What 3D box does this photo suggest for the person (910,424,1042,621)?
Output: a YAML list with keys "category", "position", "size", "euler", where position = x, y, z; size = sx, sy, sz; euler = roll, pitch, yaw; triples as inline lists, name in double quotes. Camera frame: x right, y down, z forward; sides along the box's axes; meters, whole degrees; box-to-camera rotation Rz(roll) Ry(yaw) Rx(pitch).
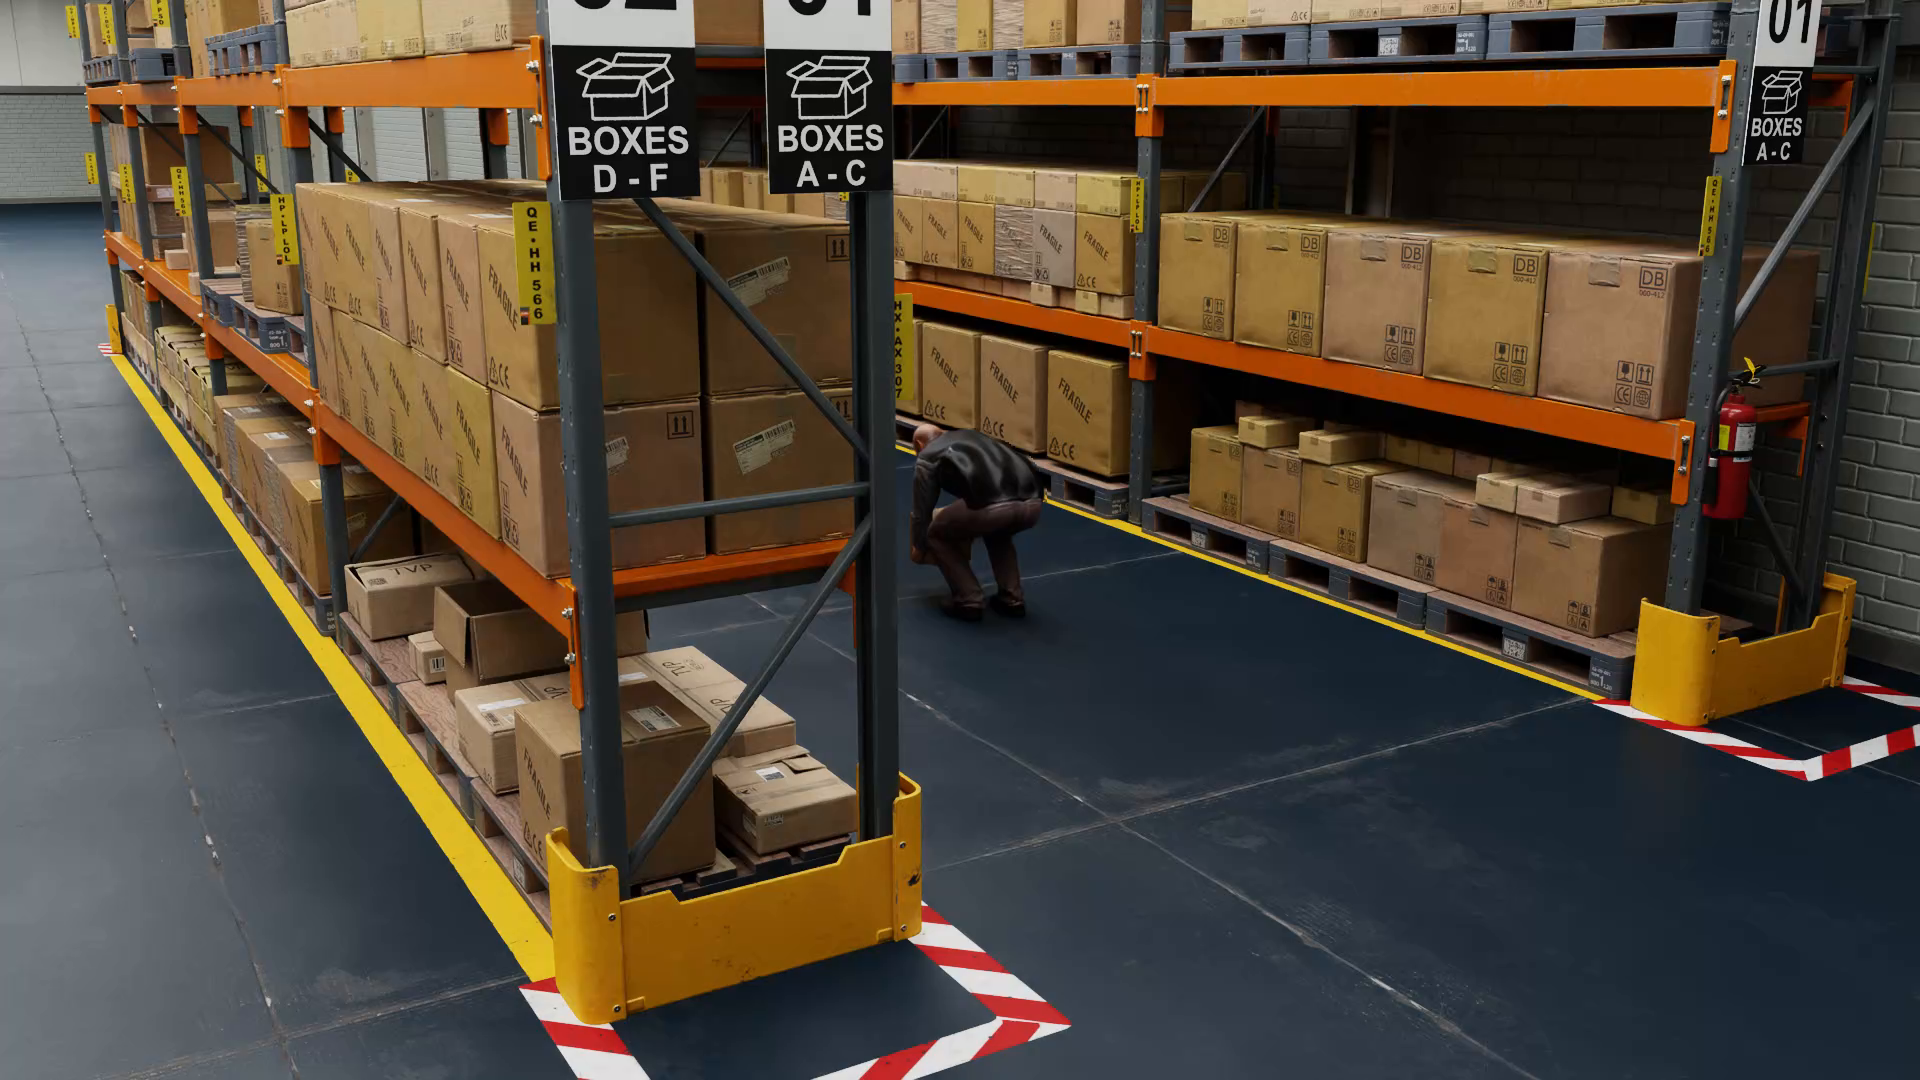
- category: "person"
  position: [0.052, -0.096, 8.935]
  size: [0.507, 0.957, 0.920]
  euler: [-9, 17, -32]
